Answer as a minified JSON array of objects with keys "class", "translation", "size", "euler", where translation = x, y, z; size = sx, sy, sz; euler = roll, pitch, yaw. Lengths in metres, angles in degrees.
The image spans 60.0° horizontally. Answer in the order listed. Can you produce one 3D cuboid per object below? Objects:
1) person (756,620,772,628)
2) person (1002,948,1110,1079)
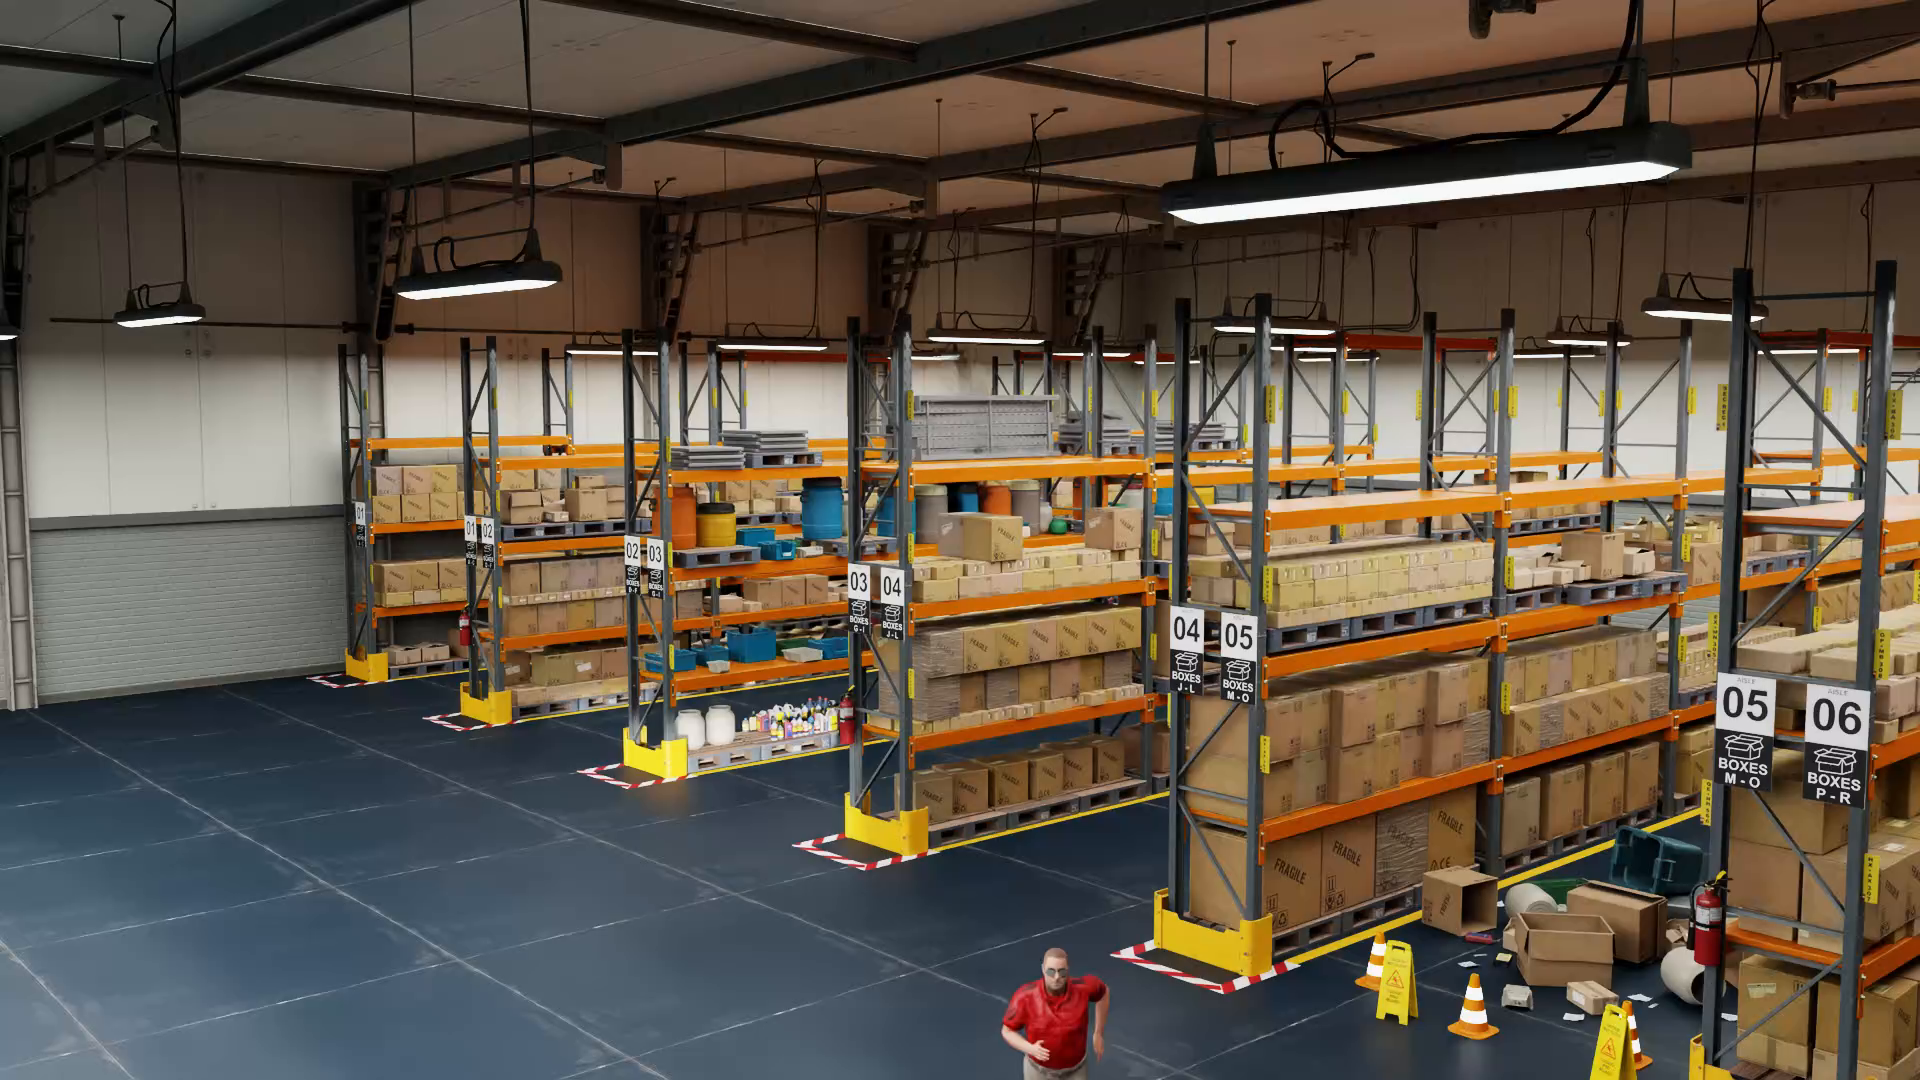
[{"class":"person","translation":[-3.776,1.534,31.717],"size":[0.570,1.561,0.518],"euler":[-5,7,-44]},{"class":"person","translation":[0.607,3.404,10.490],"size":[0.677,1.791,0.912],"euler":[0,5,4]}]
